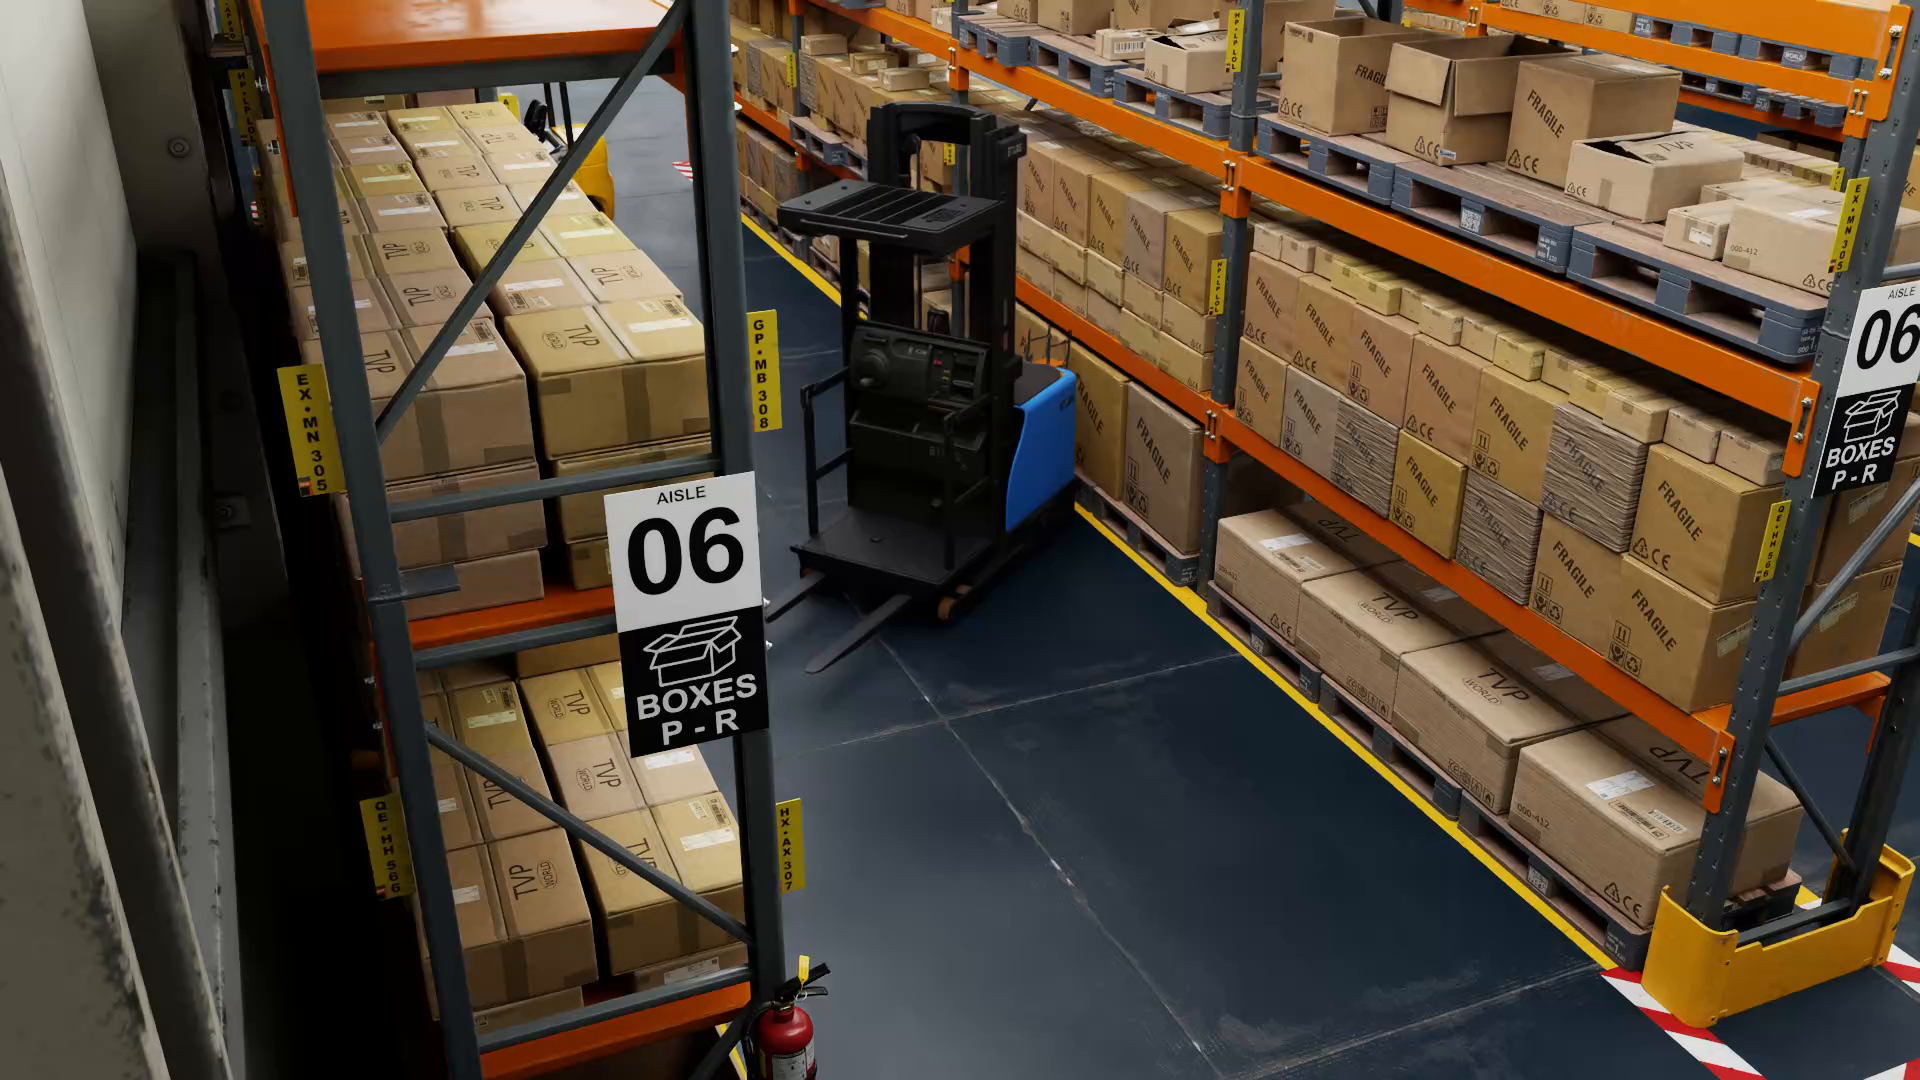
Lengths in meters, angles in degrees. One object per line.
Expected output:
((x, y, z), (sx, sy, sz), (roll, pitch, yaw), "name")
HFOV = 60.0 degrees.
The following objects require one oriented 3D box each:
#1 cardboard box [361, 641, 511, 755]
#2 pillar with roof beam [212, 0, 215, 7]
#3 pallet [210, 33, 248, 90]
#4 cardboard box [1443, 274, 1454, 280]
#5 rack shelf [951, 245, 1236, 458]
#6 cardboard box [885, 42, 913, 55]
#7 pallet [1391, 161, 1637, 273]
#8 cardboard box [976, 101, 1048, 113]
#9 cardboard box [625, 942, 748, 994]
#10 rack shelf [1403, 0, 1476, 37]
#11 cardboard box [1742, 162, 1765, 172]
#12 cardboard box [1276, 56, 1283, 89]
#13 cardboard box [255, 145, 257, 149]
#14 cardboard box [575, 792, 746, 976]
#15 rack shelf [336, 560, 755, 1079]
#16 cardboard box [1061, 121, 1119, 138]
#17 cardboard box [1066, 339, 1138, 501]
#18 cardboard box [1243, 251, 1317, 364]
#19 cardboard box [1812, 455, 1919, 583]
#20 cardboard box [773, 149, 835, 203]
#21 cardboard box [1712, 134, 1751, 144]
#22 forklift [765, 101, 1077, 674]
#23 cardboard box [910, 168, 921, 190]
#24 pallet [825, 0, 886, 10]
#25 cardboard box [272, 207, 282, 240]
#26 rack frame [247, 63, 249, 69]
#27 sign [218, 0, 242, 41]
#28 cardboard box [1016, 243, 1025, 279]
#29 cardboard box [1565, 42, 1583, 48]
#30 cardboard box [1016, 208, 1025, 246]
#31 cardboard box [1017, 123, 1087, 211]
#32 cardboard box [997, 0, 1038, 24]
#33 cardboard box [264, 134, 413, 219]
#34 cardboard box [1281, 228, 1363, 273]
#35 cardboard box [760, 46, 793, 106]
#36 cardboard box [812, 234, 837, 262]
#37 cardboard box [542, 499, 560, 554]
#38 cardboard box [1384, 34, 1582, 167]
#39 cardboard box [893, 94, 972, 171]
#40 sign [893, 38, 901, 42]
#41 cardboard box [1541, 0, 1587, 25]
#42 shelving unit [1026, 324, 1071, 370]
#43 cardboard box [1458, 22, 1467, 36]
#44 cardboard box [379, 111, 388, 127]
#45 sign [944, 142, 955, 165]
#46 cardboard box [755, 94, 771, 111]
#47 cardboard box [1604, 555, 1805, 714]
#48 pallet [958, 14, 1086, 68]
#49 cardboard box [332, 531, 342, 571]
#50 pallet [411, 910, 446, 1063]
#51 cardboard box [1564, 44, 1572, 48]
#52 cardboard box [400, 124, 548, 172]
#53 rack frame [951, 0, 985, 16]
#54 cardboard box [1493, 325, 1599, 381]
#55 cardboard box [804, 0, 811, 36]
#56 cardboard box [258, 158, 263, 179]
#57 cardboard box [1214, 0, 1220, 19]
((-2.035, 0.573, 6.489), (0.500, 0.250, 0.500), (-11, 28, -21), "cardboard box")
((-10.926, -15.325, 32.382), (9.100, 9.000, 0.400), (-11, 28, -21), "pillar with roof beam")
((-4.496, -3.351, 11.492), (1.213, 0.211, 1.003), (-9, 28, -18), "pallet")
((2.736, -1.364, 8.632), (0.380, 0.149, 0.250), (-11, 28, -21), "cardboard box")
((1.201, -1.553, 11.833), (1.077, 0.370, 4.000), (-11, 28, -21), "rack shelf")
((-0.479, -4.534, 15.447), (0.380, 0.149, 0.250), (-11, 28, -22), "cardboard box")
((2.769, -1.553, 7.695), (1.003, 0.211, 1.213), (-11, 28, -21), "pallet")
((0.454, -3.273, 13.603), (0.500, 0.500, 0.500), (-11, 28, -22), "cardboard box")
((-0.892, 1.333, 5.387), (0.380, 0.149, 0.250), (-11, 28, -21), "cardboard box")
((4.149, -5.407, 16.307), (1.077, 0.370, 4.000), (-11, 28, -21), "rack shelf")
((5.854, -2.751, 12.595), (0.380, 0.149, 0.250), (-11, 28, -21), "cardboard box")
((2.110, -2.808, 9.837), (0.396, 0.266, 0.258), (-11, 28, -21), "cardboard box")
((-6.540, -4.030, 15.971), (0.500, 0.500, 0.500), (-11, 28, -22), "cardboard box")
((-0.945, 1.104, 5.401), (0.500, 0.250, 0.500), (-10, 28, -20), "cardboard box")
((-1.799, 0.916, 6.775), (1.077, 0.370, 4.000), (-11, 28, -21), "rack shelf")
((1.069, -2.809, 12.330), (0.500, 0.500, 0.500), (-10, 28, -20), "cardboard box")
((1.307, -0.903, 11.624), (0.875, 0.875, 0.875), (-10, 28, -19), "cardboard box")
((1.948, -1.330, 9.301), (0.500, 0.500, 0.500), (-10, 28, -20), "cardboard box")
((3.625, -0.191, 6.970), (0.500, 0.500, 0.500), (-11, 28, -22), "cardboard box")
((-1.628, -3.782, 17.377), (0.500, 0.500, 0.500), (-11, 28, -21), "cardboard box")
((6.152, -3.172, 13.457), (0.380, 0.149, 0.250), (-10, 28, -19), "cardboard box")
((-0.364, -1.027, 10.013), (1.130, 2.935, 3.031), (14, 29, 26), "forklift")
((-0.239, -3.042, 13.868), (0.380, 0.149, 0.250), (-11, 28, -21), "cardboard box")
((-0.596, -4.877, 14.614), (1.213, 0.211, 1.003), (-11, 28, -21), "pallet")
((-2.448, -1.174, 6.649), (0.500, 0.250, 0.500), (-11, 28, -21), "cardboard box")
((-4.148, -1.830, 11.579), (1.000, 3.000, 0.127), (-11, 28, -21), "rack frame")
((-4.662, -3.353, 10.601), (0.100, 0.325, 0.005), (-11, 28, -21), "sign")
((0.595, -2.172, 12.450), (0.500, 0.250, 0.500), (-11, 28, -22), "cardboard box")
((7.850, -6.372, 20.430), (0.875, 0.500, 0.500), (-11, 28, -21), "cardboard box")
((0.590, -2.385, 12.318), (0.500, 0.250, 0.500), (-10, 28, -19), "cardboard box")
((0.589, -2.739, 12.186), (0.500, 0.500, 0.500), (-10, 28, -20), "cardboard box")
((0.704, -4.141, 12.297), (0.797, 0.503, 0.637), (-12, 29, -24), "cardboard box")
((-2.432, -1.398, 6.539), (0.500, 0.250, 0.500), (-11, 28, -22), "cardboard box")
((1.984, -1.582, 9.079), (0.380, 0.149, 0.250), (-10, 28, -20), "cardboard box")
((-1.760, -4.821, 17.252), (0.500, 0.500, 0.500), (-10, 28, -19), "cardboard box")
((-0.941, -3.095, 16.687), (0.950, 0.372, 0.625), (-10, 28, -20), "cardboard box")
((-1.053, -0.105, 4.914), (0.380, 0.149, 0.250), (-10, 28, -20), "cardboard box")
((2.542, -2.158, 8.122), (0.797, 0.503, 0.637), (-8, 27, -17), "cardboard box")
((-0.229, -3.394, 13.851), (0.500, 0.500, 0.500), (-11, 28, -21), "cardboard box")
((-0.640, -4.916, 16.580), (0.100, 0.325, 0.005), (-11, 28, -21), "sign")
((5.114, -4.491, 13.497), (0.500, 0.500, 0.500), (-11, 28, -21), "cardboard box")
((0.587, -0.899, 11.701), (0.189, 1.200, 0.258), (22, 29, 37), "shelving unit")
((6.793, -6.725, 21.892), (0.380, 0.149, 0.250), (-11, 28, -21), "cardboard box")
((-2.807, -1.918, 7.696), (0.380, 0.149, 0.250), (-11, 28, -21), "cardboard box")
((-0.078, -3.072, 12.893), (0.100, 0.325, 0.005), (-11, 28, -21), "sign")
((-1.956, -4.673, 17.688), (0.380, 0.149, 0.250), (-11, 28, -21), "cardboard box")
((3.118, 0.351, 6.997), (0.500, 0.500, 0.500), (-10, 28, -20), "cardboard box")
((0.718, -3.696, 12.198), (1.213, 0.211, 1.003), (-9, 28, -18), "pallet")
((-3.327, 0.028, 9.404), (0.380, 0.149, 0.250), (-12, 28, -23), "cardboard box")
((-1.832, 1.809, 7.305), (1.003, 0.211, 1.213), (-11, 28, -21), "pallet")
((7.526, -6.028, 20.463), (0.380, 0.149, 0.250), (-11, 28, -21), "cardboard box")
((-1.956, -1.488, 6.722), (0.500, 0.250, 0.500), (-11, 28, -21), "cardboard box")
((0.417, -5.380, 12.012), (1.000, 3.000, 0.127), (-11, 28, -21), "rack frame")
((2.675, -0.856, 7.592), (0.380, 0.149, 0.250), (-10, 28, -19), "cardboard box")
((-1.302, -5.352, 17.199), (0.700, 0.500, 0.500), (-10, 28, -20), "cardboard box")
((-5.374, -2.939, 13.452), (0.500, 0.250, 0.500), (-11, 28, -22), "cardboard box")
((3.253, -5.898, 18.509), (0.875, 0.550, 0.550), (-11, 28, -21), "cardboard box")
